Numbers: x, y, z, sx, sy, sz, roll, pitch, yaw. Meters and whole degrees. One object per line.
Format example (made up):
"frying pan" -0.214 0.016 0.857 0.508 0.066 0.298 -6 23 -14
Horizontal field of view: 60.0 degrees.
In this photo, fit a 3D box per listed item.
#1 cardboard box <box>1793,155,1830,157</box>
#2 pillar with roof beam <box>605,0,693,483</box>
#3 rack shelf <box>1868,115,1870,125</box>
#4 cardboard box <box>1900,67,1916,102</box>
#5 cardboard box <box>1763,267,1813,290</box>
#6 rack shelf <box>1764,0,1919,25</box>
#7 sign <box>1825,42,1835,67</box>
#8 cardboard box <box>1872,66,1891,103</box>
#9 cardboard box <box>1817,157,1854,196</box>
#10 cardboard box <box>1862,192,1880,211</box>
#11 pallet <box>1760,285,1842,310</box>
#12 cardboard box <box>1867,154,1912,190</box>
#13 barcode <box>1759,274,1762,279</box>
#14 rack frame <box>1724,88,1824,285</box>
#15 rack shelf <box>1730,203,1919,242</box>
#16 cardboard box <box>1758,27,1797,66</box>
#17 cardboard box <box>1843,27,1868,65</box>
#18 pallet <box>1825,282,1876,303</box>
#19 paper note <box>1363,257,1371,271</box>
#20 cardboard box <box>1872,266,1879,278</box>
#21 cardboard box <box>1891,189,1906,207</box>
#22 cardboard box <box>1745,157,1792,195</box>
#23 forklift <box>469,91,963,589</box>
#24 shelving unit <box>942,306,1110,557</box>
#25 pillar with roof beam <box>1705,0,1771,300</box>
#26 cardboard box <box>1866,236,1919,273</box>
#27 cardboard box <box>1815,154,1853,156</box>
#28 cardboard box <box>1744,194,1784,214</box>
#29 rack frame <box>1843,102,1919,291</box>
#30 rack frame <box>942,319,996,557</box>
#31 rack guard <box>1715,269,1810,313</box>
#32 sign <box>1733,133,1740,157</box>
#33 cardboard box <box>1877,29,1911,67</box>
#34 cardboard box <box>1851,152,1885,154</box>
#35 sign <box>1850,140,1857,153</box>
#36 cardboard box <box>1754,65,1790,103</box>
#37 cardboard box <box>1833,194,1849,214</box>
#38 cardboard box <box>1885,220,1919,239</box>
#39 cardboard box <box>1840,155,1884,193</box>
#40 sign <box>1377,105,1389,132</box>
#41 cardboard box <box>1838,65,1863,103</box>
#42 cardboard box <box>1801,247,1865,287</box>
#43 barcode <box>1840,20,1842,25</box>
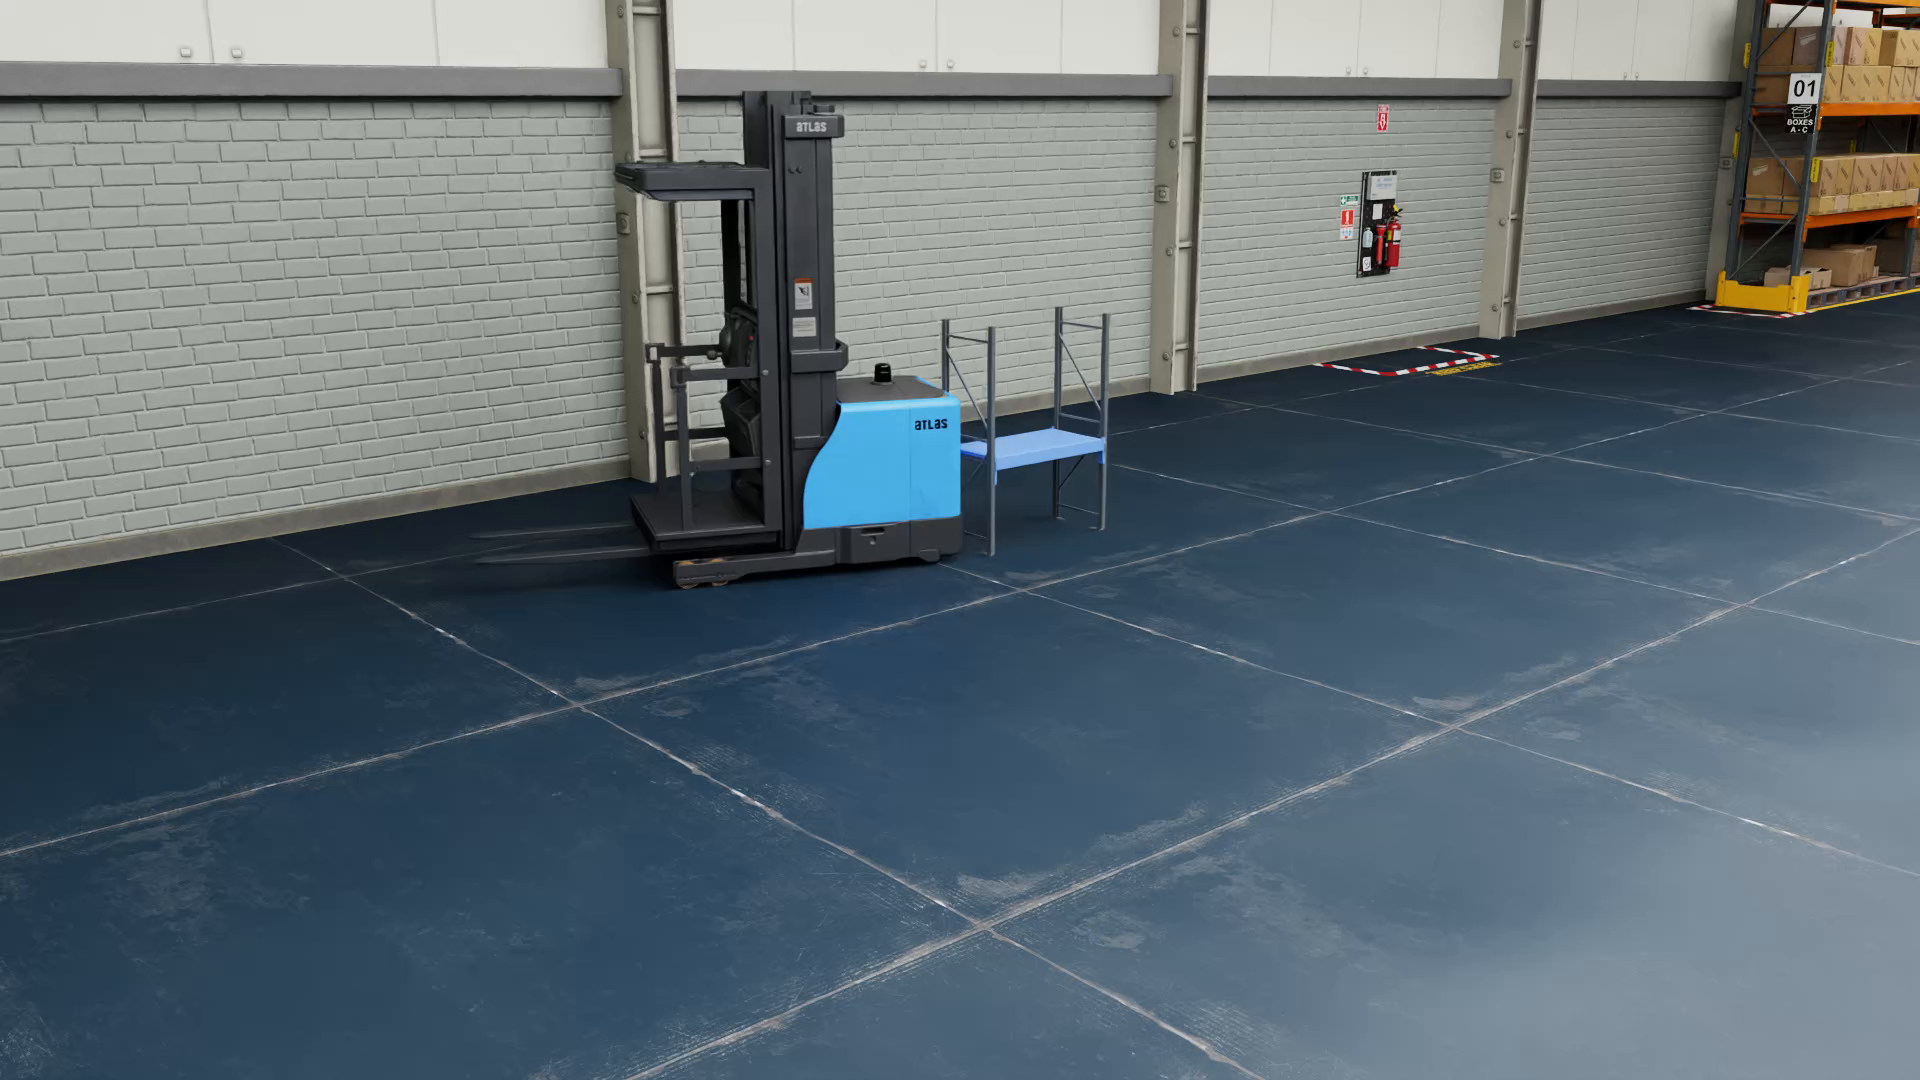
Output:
"cardboard box" 12.247 -5.310 24.117 0.500 0.500 0.500 -13 20 -41
"pillar with roof beam" 0.465 -4.016 8.847 0.400 9.000 9.100 -13 19 -39
"rack shelf" 15.784 -6.836 26.611 4.000 0.370 1.077 -13 19 -39
"cardboard box" 13.666 -6.686 24.422 0.500 0.500 0.500 14 20 42
"cardboard box" 11.838 -3.731 23.763 0.500 0.311 0.500 13 20 41
"rack shelf" 12.766 -7.606 23.687 4.000 0.370 1.077 -13 19 -39
"sign" 11.614 -6.484 22.205 0.005 0.325 0.100 -13 19 -39
"cardboard box" 12.881 -6.501 23.729 0.500 0.500 0.500 -11 19 -36
"cardboard box" 12.194 -5.121 23.410 0.500 0.500 0.500 -13 19 -39
"cardboard box" 12.987 -4.937 24.172 0.500 0.250 0.500 -12 19 -39
"pallet" 11.951 -3.514 23.997 1.213 0.211 1.003 -13 19 -39
"cardboard box" 13.748 -5.469 24.711 0.500 0.500 0.500 -13 20 -40
"barcode" 11.589 -3.816 24.065 0.075 0.075 0.001 -13 19 -39
"rack frame" 11.257 -4.718 23.100 0.127 3.000 1.000 -13 19 -39
"rack shelf" 12.766 -4.709 24.461 4.000 0.370 1.077 -13 19 -39
"cardboard box" 11.411 -6.832 23.032 0.500 0.500 0.500 -12 19 -37
"cardboard box" 12.119 -6.801 22.917 0.500 0.500 0.500 -13 20 -40
"pallet" 12.871 -3.720 24.767 1.213 0.211 1.003 -13 19 -39
"paper note" 4.623 -3.135 18.881 0.142 0.148 0.016 -13 19 -39
"cardboard box" 13.891 -4.143 25.584 0.380 0.166 0.250 13 20 40
"cardboard box" 13.735 -5.111 24.822 0.500 0.250 0.500 -13 19 -39
"cardboard box" 11.473 -5.139 23.474 0.500 0.500 0.500 -13 20 -40
"forklift" -1.558 -1.271 10.331 3.031 2.935 1.130 -5 16 -18
"shelving unit" 0.442 -0.752 11.158 1.048 1.500 0.538 -12 19 -39
"pillar with roof beam" 14.043 -7.065 20.262 0.400 9.000 9.100 -13 19 -39
"cardboard box" 14.819 -4.528 26.381 0.500 0.500 0.700 -12 19 -38
"cardboard box" 13.011 -5.486 24.773 0.500 0.500 0.500 -12 19 -38
"cardboard box" 11.483 -4.772 23.554 0.500 0.250 0.500 -12 19 -39
"rack frame" 14.275 -5.395 25.637 0.127 3.000 1.000 -13 19 -39
"rack frame" 0.054 -0.667 10.841 0.032 1.500 0.500 -12 19 -39
"rack guard" 11.315 -3.523 23.471 0.348 0.500 1.175 -13 19 -39
"sign" 10.908 -5.541 23.327 0.005 0.325 0.100 -13 19 -39
"cardboard box" 13.281 -7.063 23.896 0.500 0.500 0.500 -14 20 -41
"cardboard box" 13.783 -5.656 25.411 0.500 0.500 0.500 -13 20 -41
"sign" 13.908 -6.062 25.889 0.005 0.325 0.100 -13 19 -39
"cardboard box" 11.406 -6.345 23.146 0.500 0.500 0.500 -11 18 -35
"cardboard box" 12.216 -4.767 23.534 0.500 0.250 0.500 -13 20 -41
"cardboard box" 15.149 -4.966 26.566 0.500 0.250 0.500 -13 20 -41
"cardboard box" 12.970 -5.298 24.069 0.500 0.500 0.500 -12 19 -38
"sign" 4.730 -4.715 18.598 0.199 0.298 0.001 -13 19 -39
"cardboard box" 12.102 -6.317 23.042 0.500 0.500 0.500 -11 19 -36
"cardboard box" 12.855 -4.034 24.529 0.500 0.500 0.700 -14 21 -43
"barcode" 12.944 -7.611 24.436 0.075 0.075 0.001 -13 19 -39
